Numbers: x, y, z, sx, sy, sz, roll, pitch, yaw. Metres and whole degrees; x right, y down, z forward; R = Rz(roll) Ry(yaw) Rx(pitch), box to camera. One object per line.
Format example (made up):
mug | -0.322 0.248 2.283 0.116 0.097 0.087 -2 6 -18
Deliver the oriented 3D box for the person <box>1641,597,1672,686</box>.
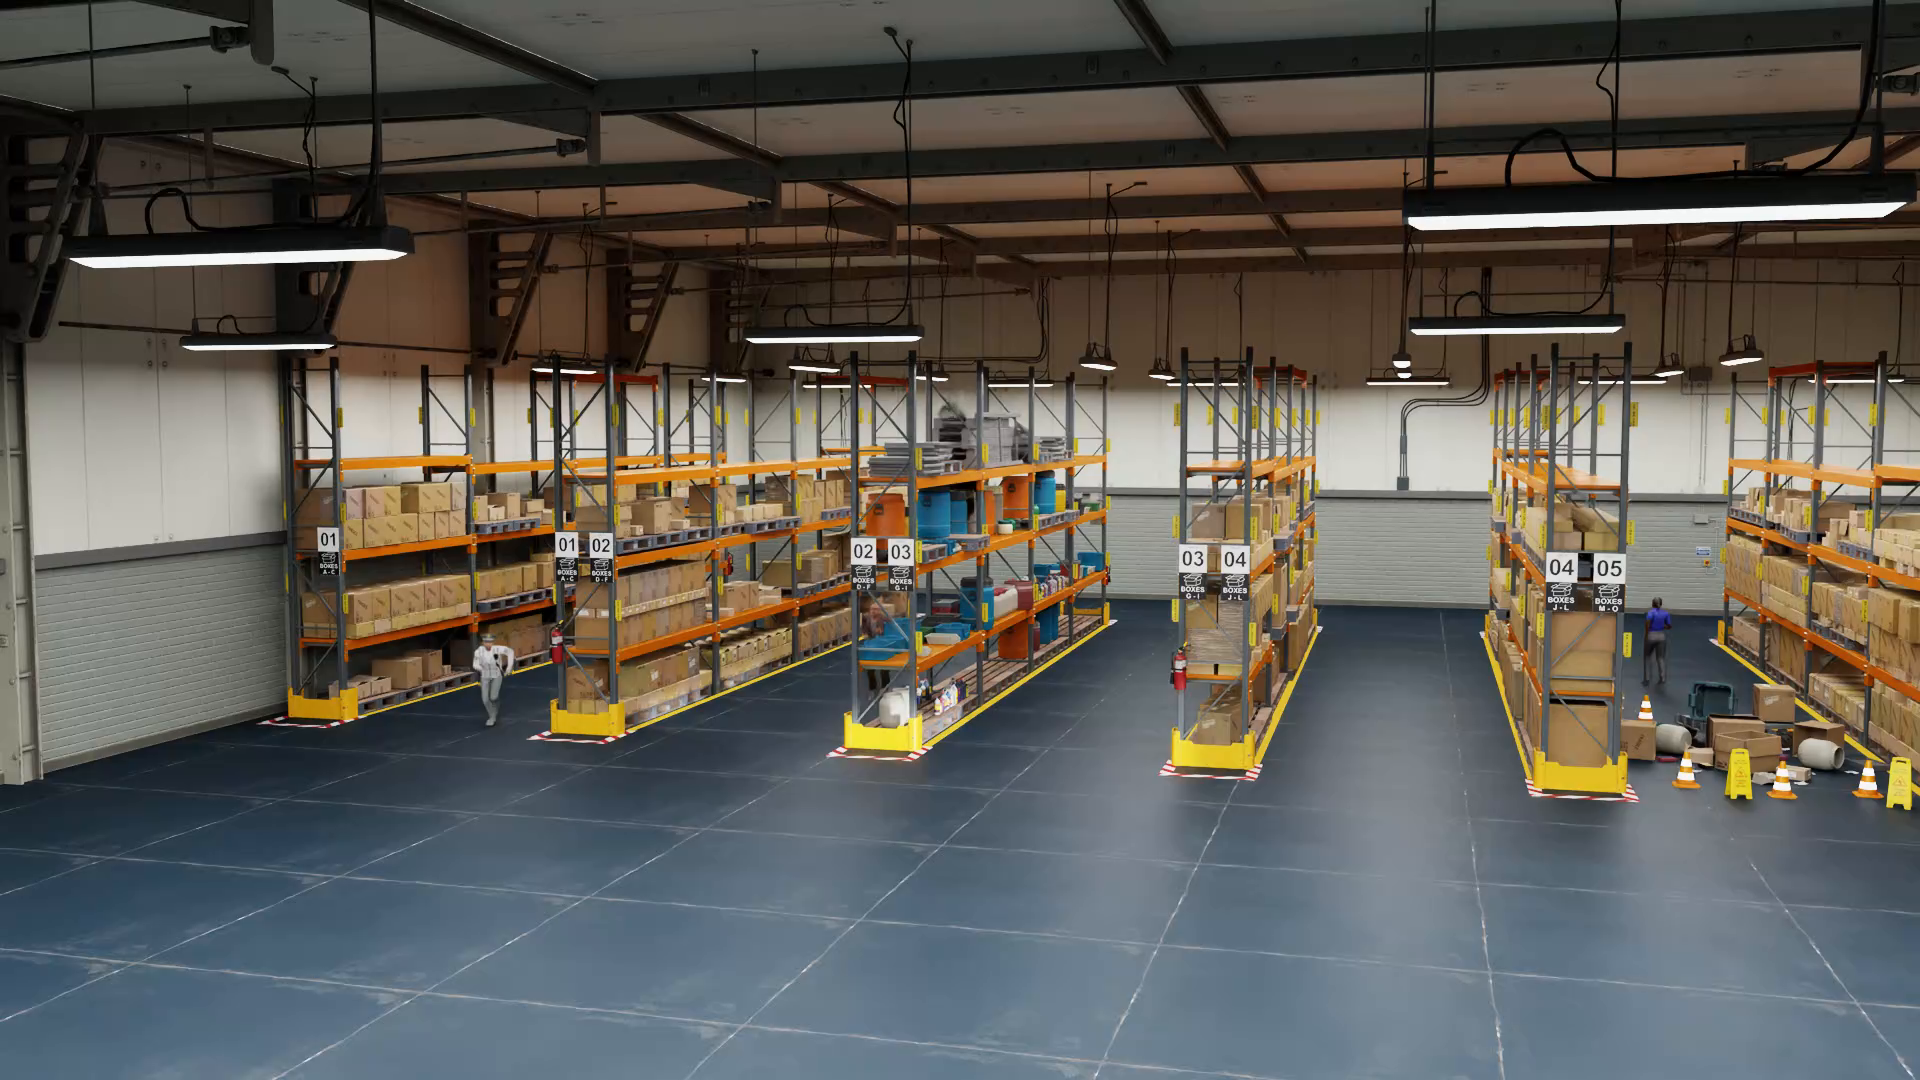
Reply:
person | 12.928 1.910 30.845 0.564 1.710 0.789 0 4 6

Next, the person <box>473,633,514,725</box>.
person | -7.558 2.254 26.949 0.624 1.547 0.790 0 4 -7

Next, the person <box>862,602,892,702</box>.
person | -1.443 1.968 29.561 0.695 1.779 1.020 1 4 10
